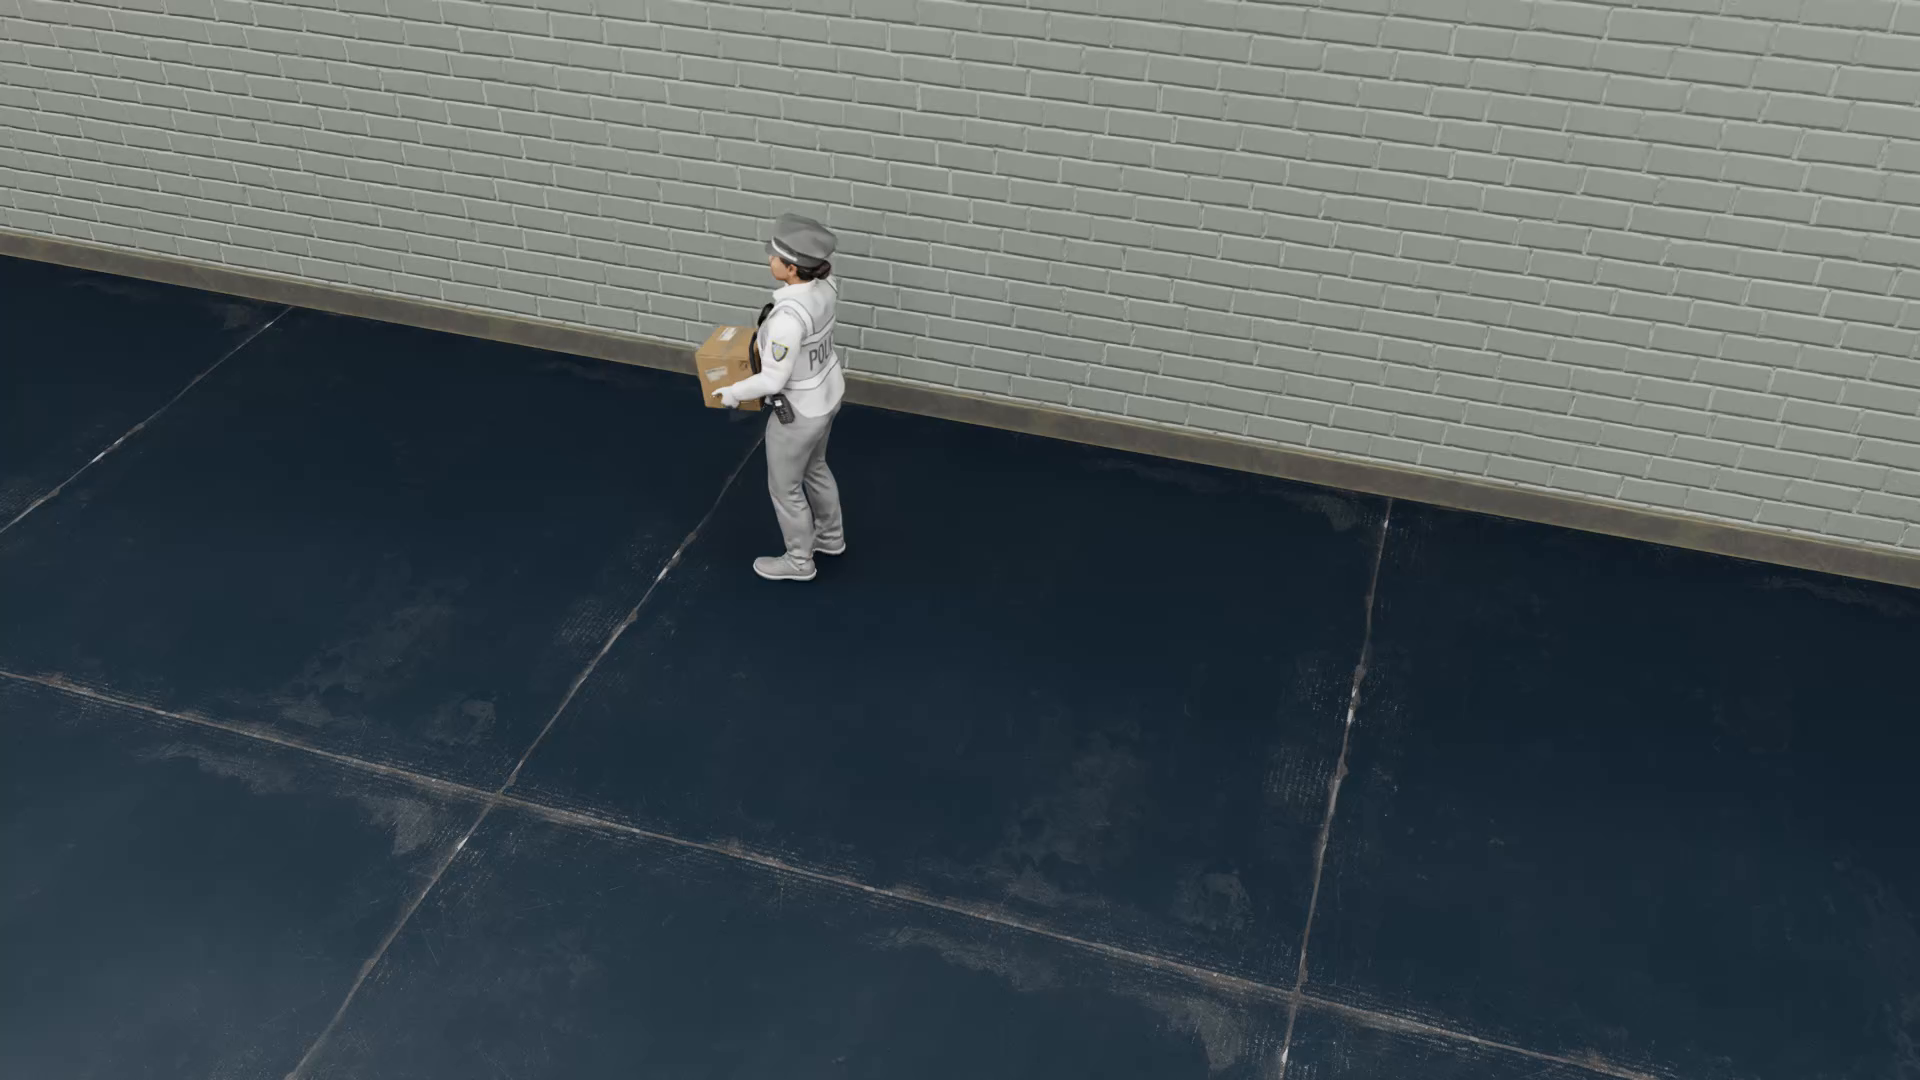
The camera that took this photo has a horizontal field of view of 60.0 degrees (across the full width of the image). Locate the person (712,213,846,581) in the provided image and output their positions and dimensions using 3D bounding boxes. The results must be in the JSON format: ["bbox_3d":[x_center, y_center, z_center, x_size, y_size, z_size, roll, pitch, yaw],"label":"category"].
[{"bbox_3d":[-0.728,-0.572,6.876,0.517,1.692,0.482,11,39,14],"label":"person"}]
